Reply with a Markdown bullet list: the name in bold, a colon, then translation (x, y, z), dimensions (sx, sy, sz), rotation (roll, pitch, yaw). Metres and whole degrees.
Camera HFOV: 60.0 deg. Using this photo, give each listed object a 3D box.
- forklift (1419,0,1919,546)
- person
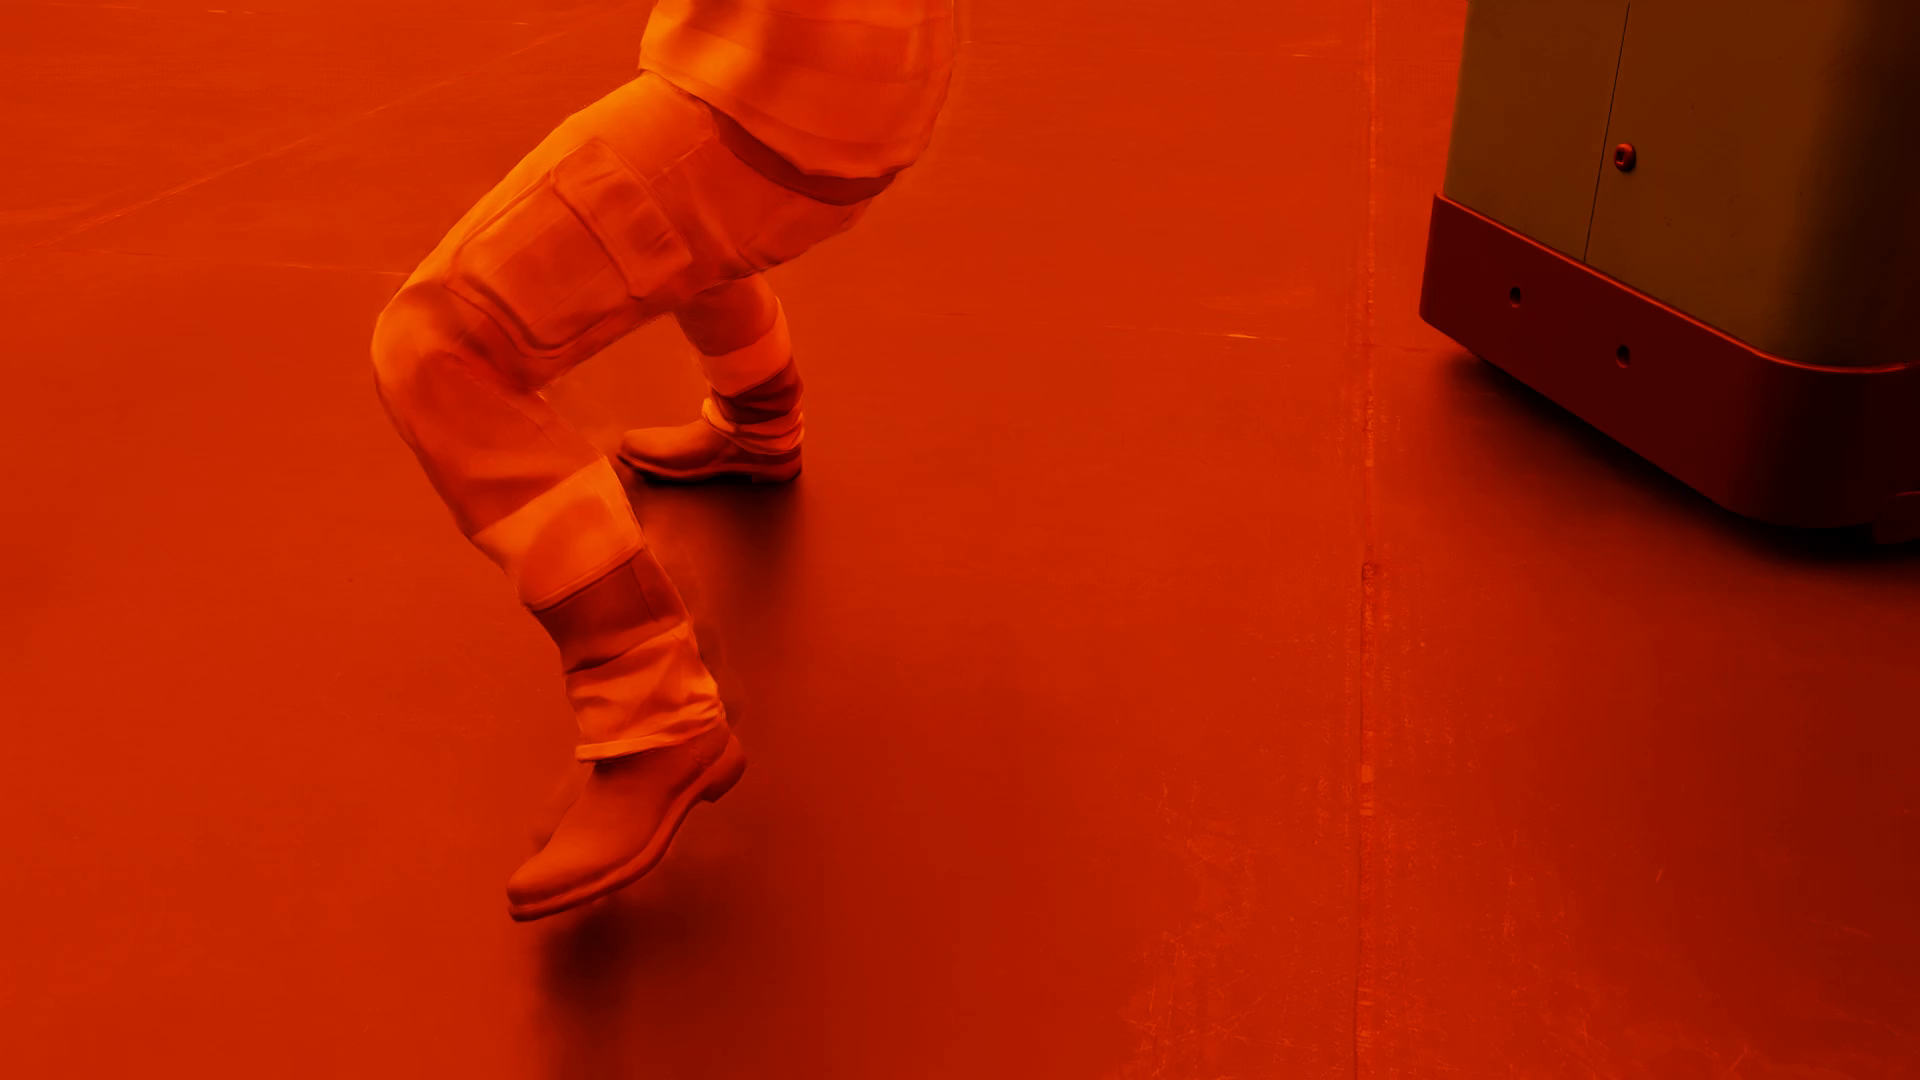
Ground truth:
- **forklift**: translation (2.456, -1.662, 2.540), dimensions (3.031, 2.935, 1.130), rotation (-7, 28, -14)
- **person**: translation (-0.369, -0.546, 1.865), dimensions (0.692, 1.548, 1.229), rotation (8, 28, 15)
